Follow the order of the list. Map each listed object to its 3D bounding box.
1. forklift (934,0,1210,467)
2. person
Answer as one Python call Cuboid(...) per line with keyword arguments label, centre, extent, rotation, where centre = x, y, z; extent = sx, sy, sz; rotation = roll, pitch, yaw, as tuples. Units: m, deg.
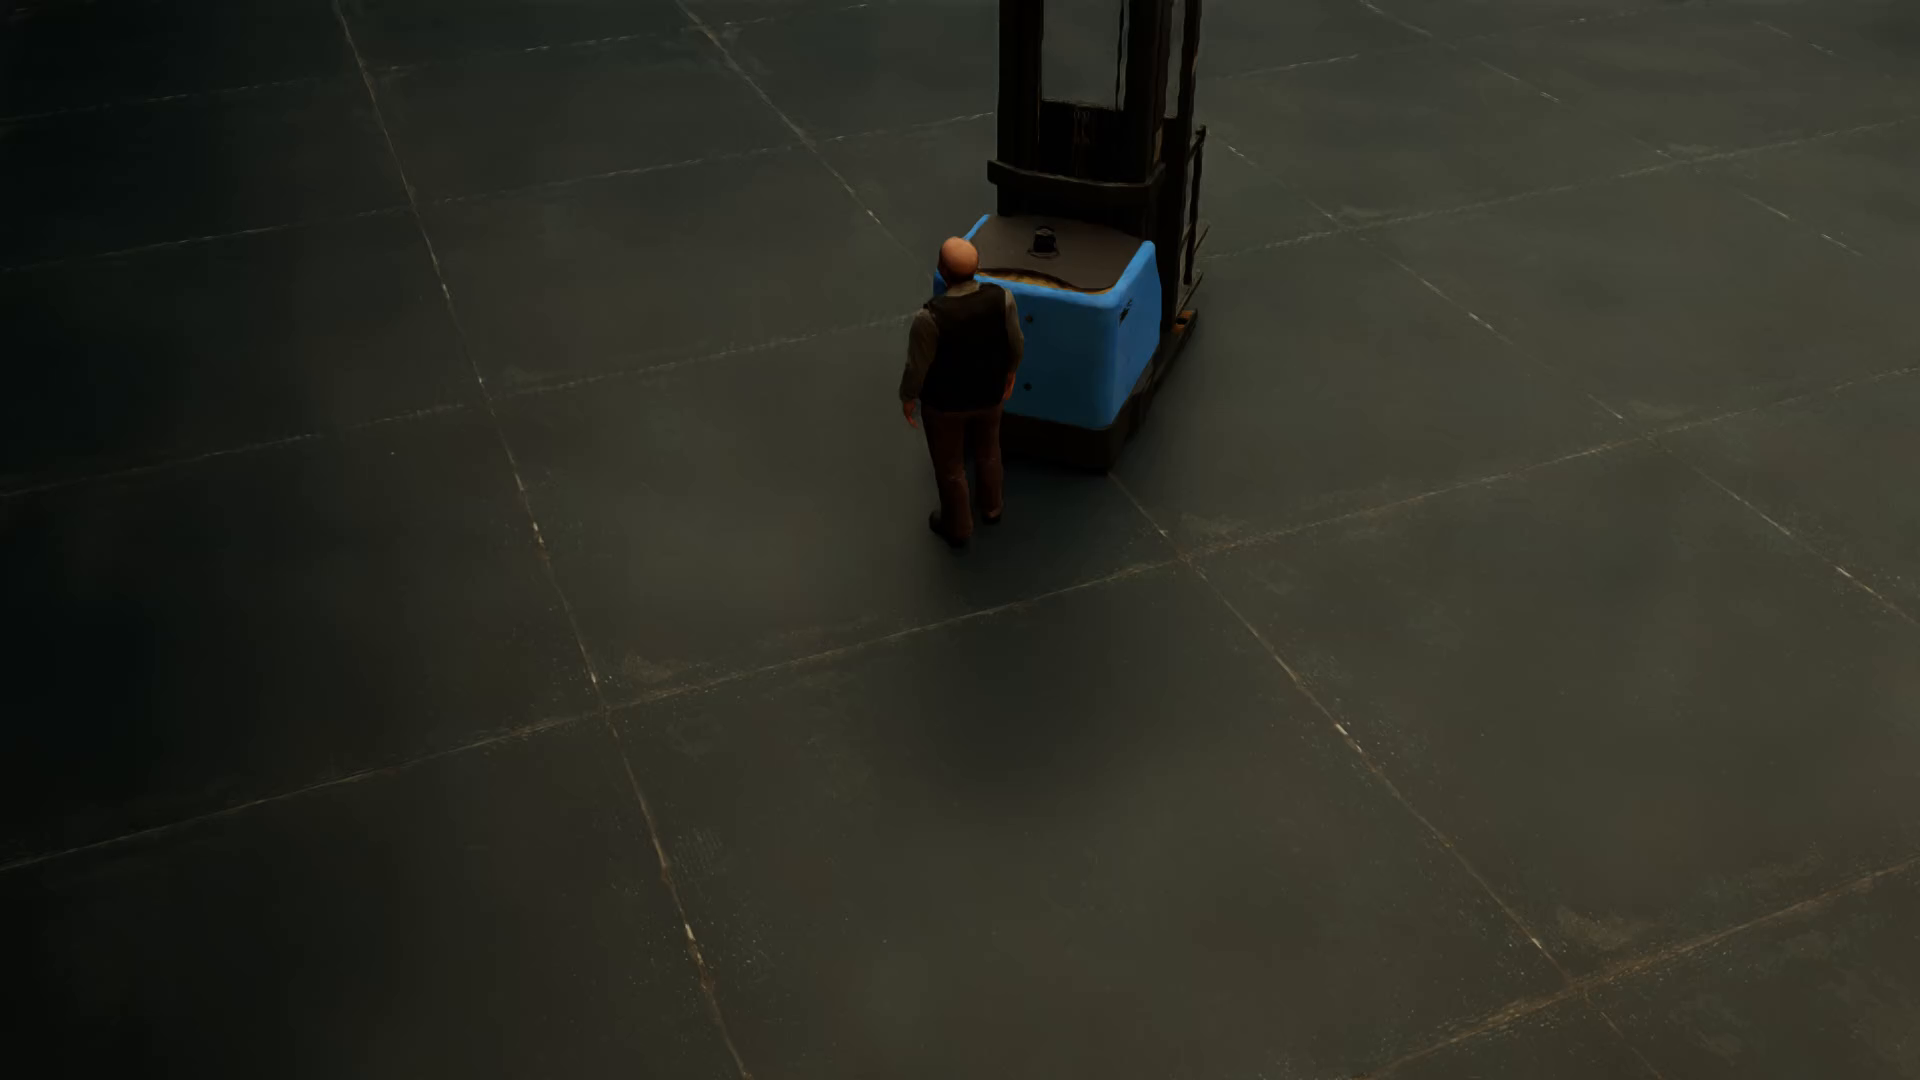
Cuboid(label="forklift", centre=(0.845, -2.442, 9.533), extent=(1.130, 2.935, 3.031), rotation=(12, 37, 17))
Cuboid(label="person", centre=(-0.017, -0.743, 8.174), extent=(0.632, 1.720, 0.567), rotation=(-14, 38, -19))
